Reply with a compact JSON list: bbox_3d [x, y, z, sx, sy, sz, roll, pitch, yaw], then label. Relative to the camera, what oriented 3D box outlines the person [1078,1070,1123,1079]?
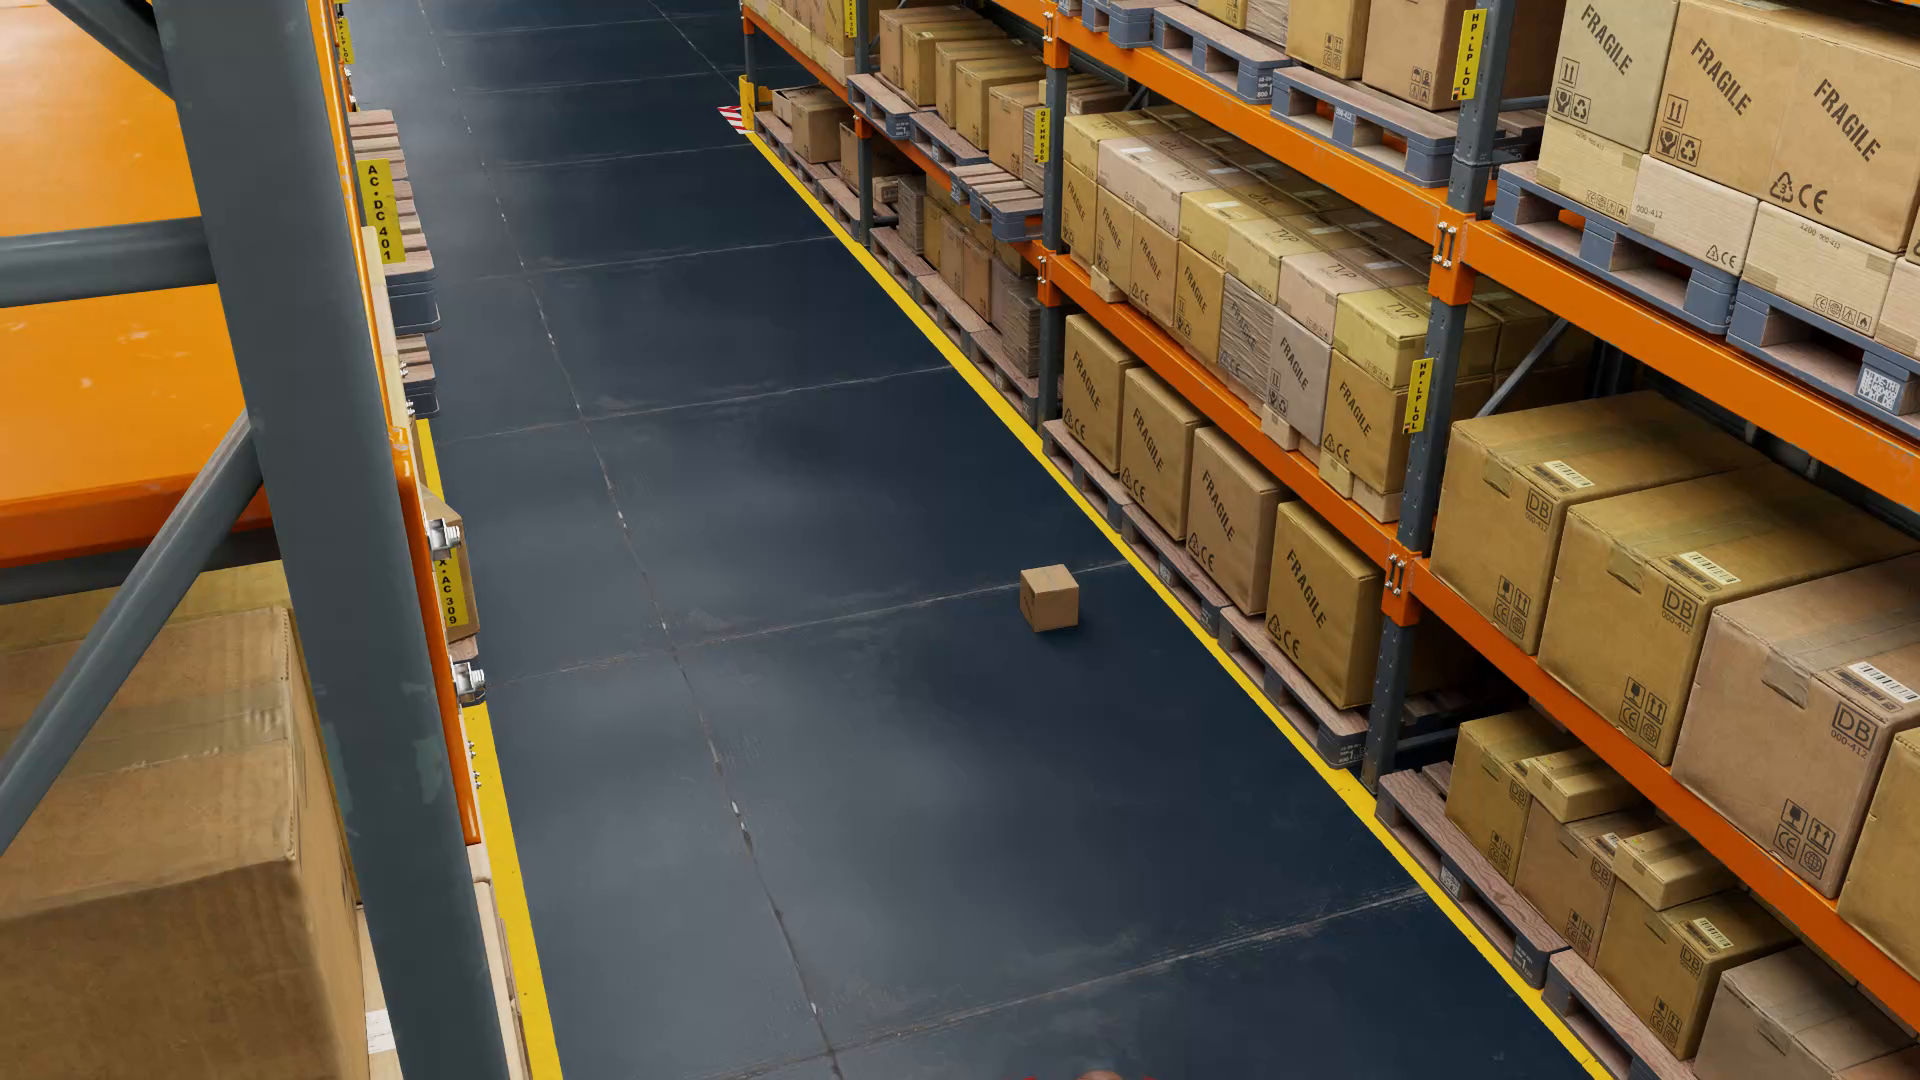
[{"bbox_3d":[0.369,2.125,4.391,0.531,1.662,1.012,-3,30,-5],"label":"person"}]
